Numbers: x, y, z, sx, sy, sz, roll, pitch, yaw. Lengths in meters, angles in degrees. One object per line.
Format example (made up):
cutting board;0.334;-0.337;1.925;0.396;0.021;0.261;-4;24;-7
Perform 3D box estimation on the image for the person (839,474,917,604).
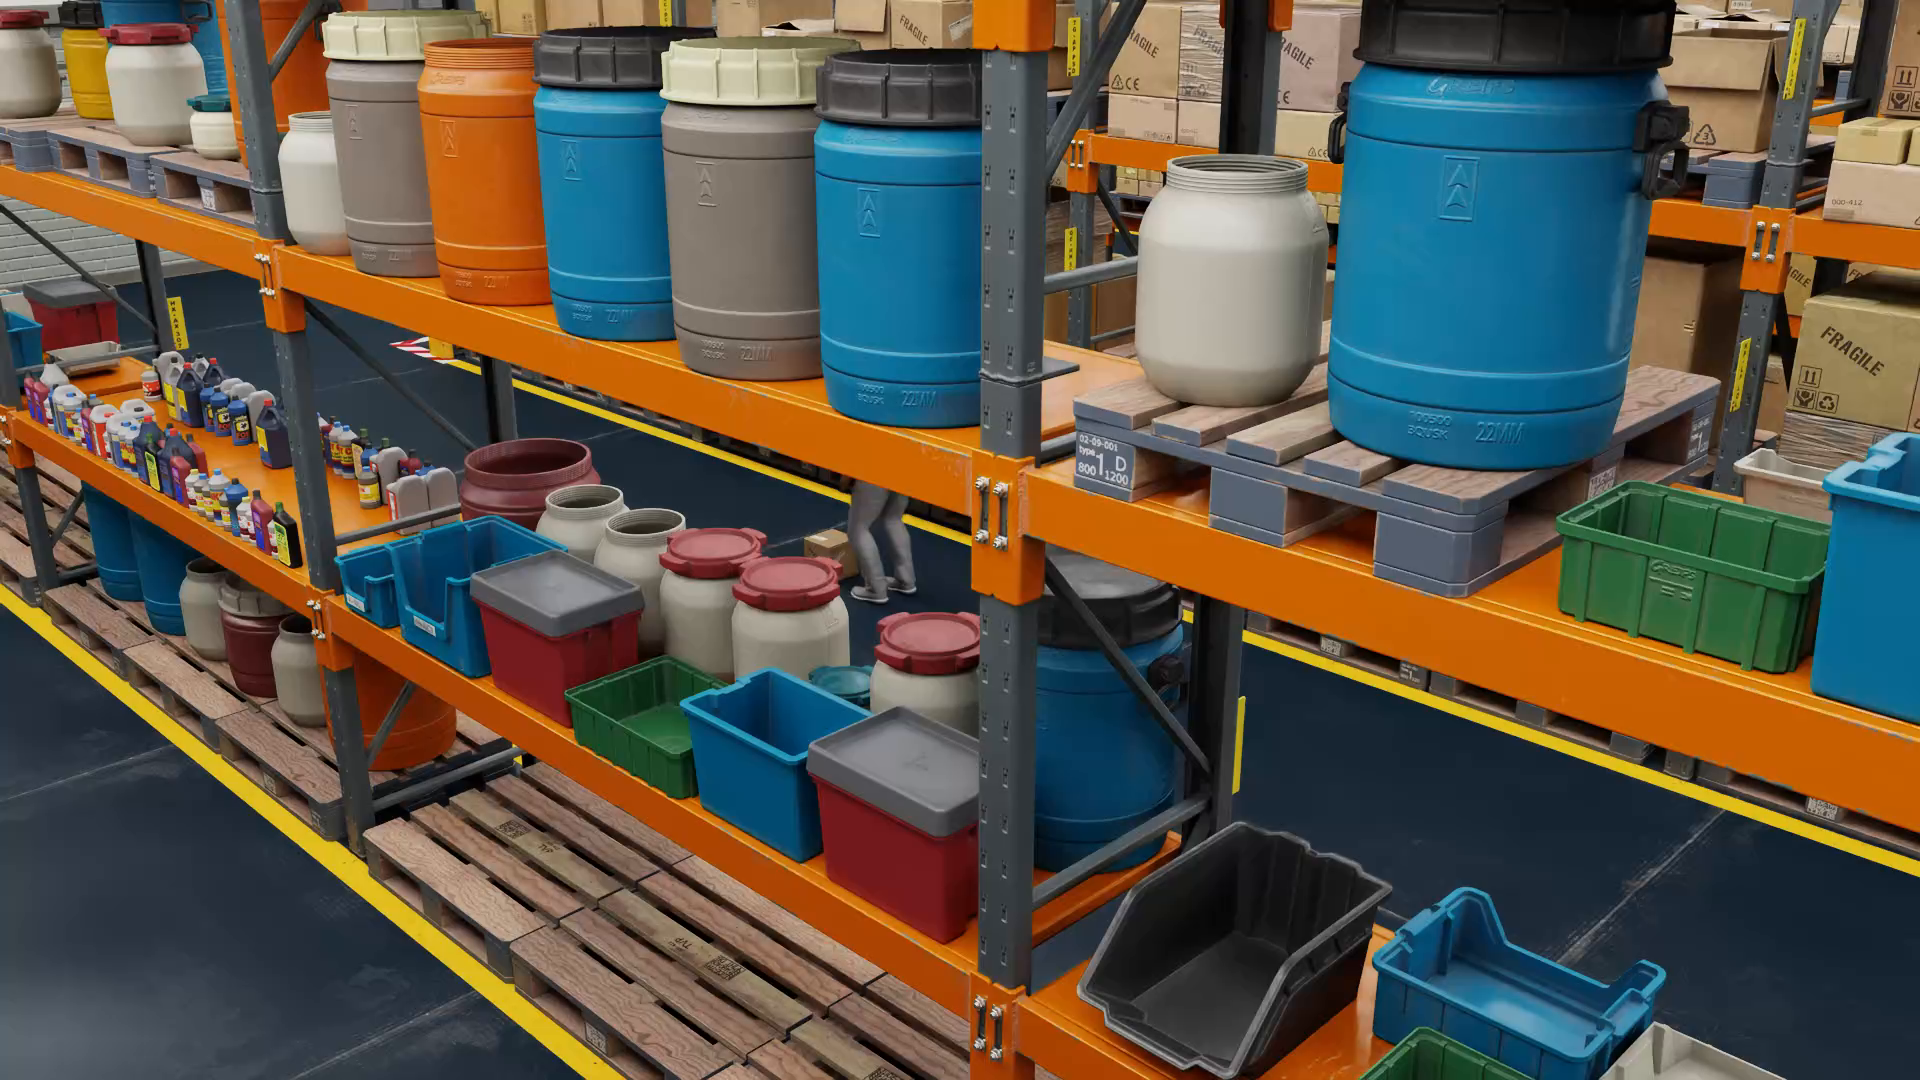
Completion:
person;-0.512;-0.405;10.225;0.457;1.624;0.442;-19;28;-41
